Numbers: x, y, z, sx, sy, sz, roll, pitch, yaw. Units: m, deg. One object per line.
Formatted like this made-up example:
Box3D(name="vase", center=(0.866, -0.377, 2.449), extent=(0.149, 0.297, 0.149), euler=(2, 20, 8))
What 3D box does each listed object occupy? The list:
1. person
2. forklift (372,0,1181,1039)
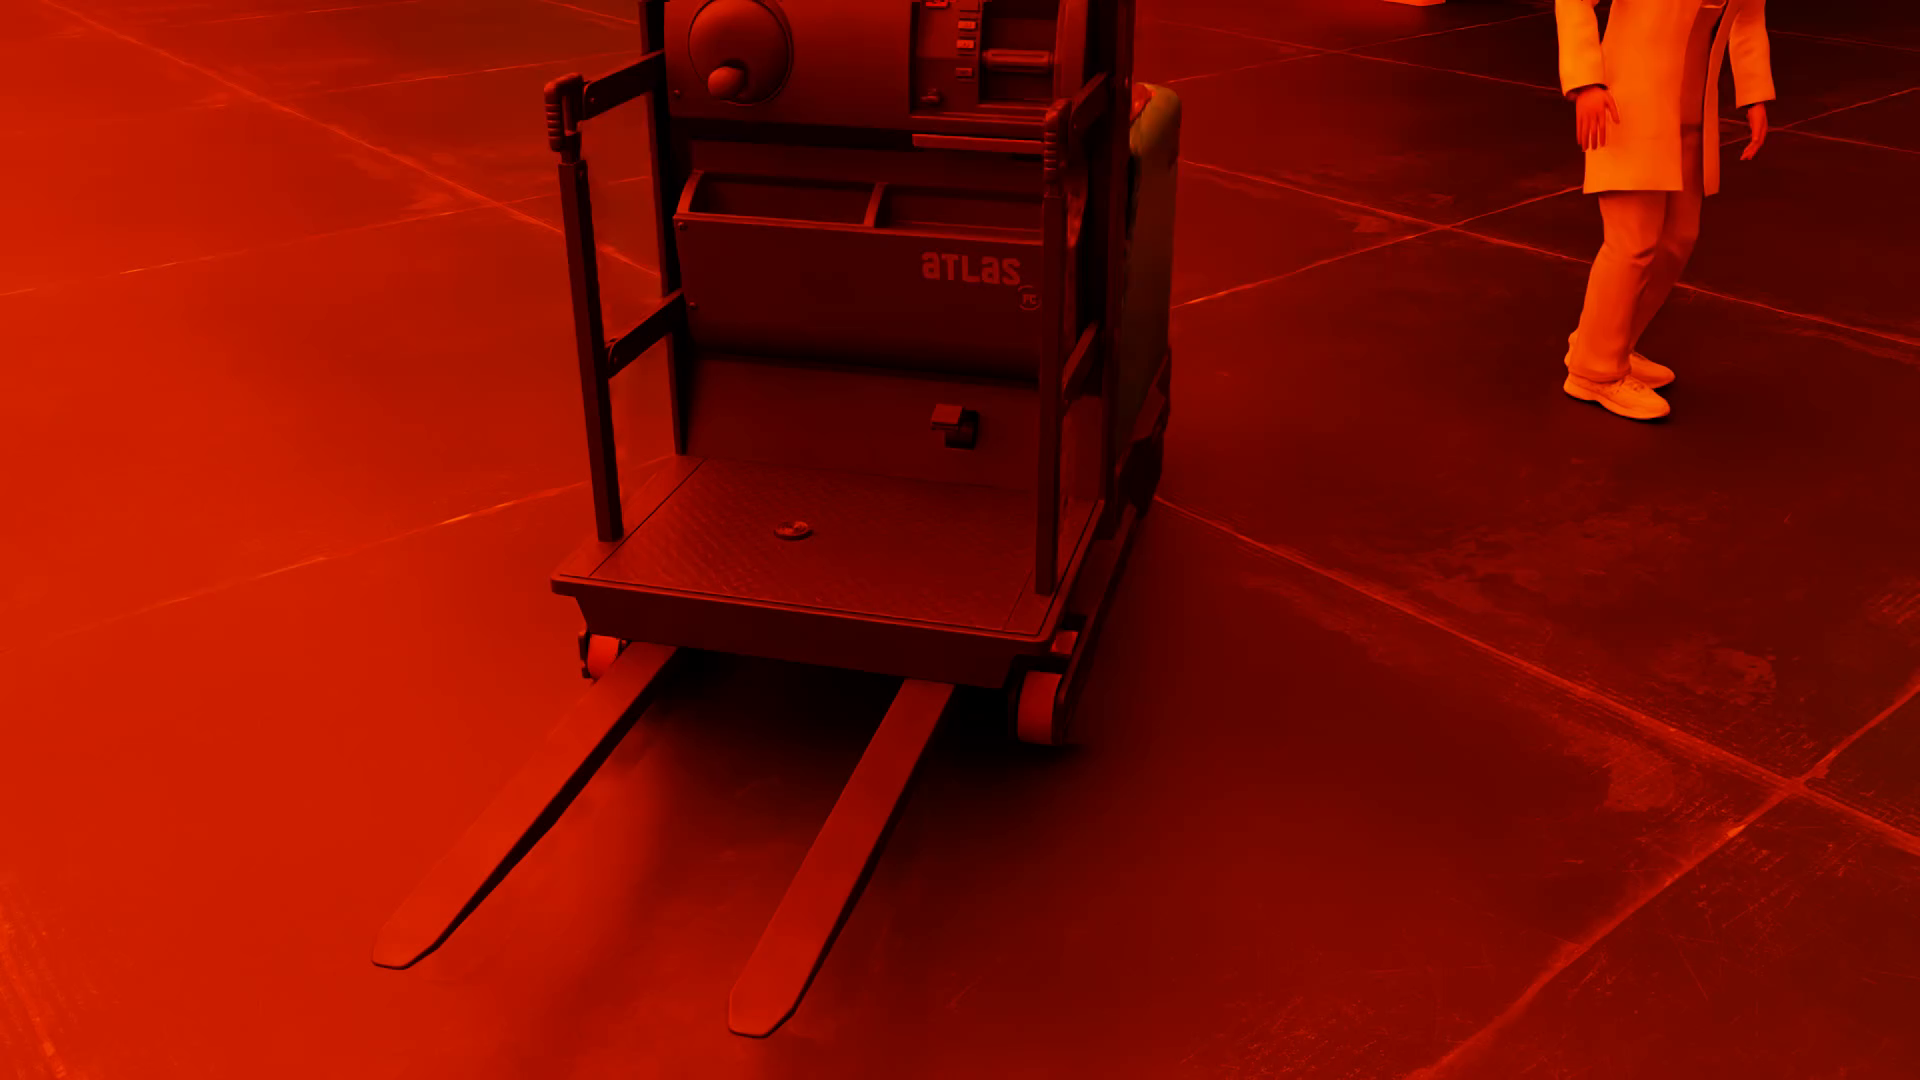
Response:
Box3D(name="person", center=(2.216, -1.286, 5.118), extent=(0.800, 1.760, 0.558), euler=(-14, 29, -25))
Box3D(name="forklift", center=(-0.233, -1.055, 3.330), extent=(1.130, 2.935, 3.031), euler=(7, 27, 13))
